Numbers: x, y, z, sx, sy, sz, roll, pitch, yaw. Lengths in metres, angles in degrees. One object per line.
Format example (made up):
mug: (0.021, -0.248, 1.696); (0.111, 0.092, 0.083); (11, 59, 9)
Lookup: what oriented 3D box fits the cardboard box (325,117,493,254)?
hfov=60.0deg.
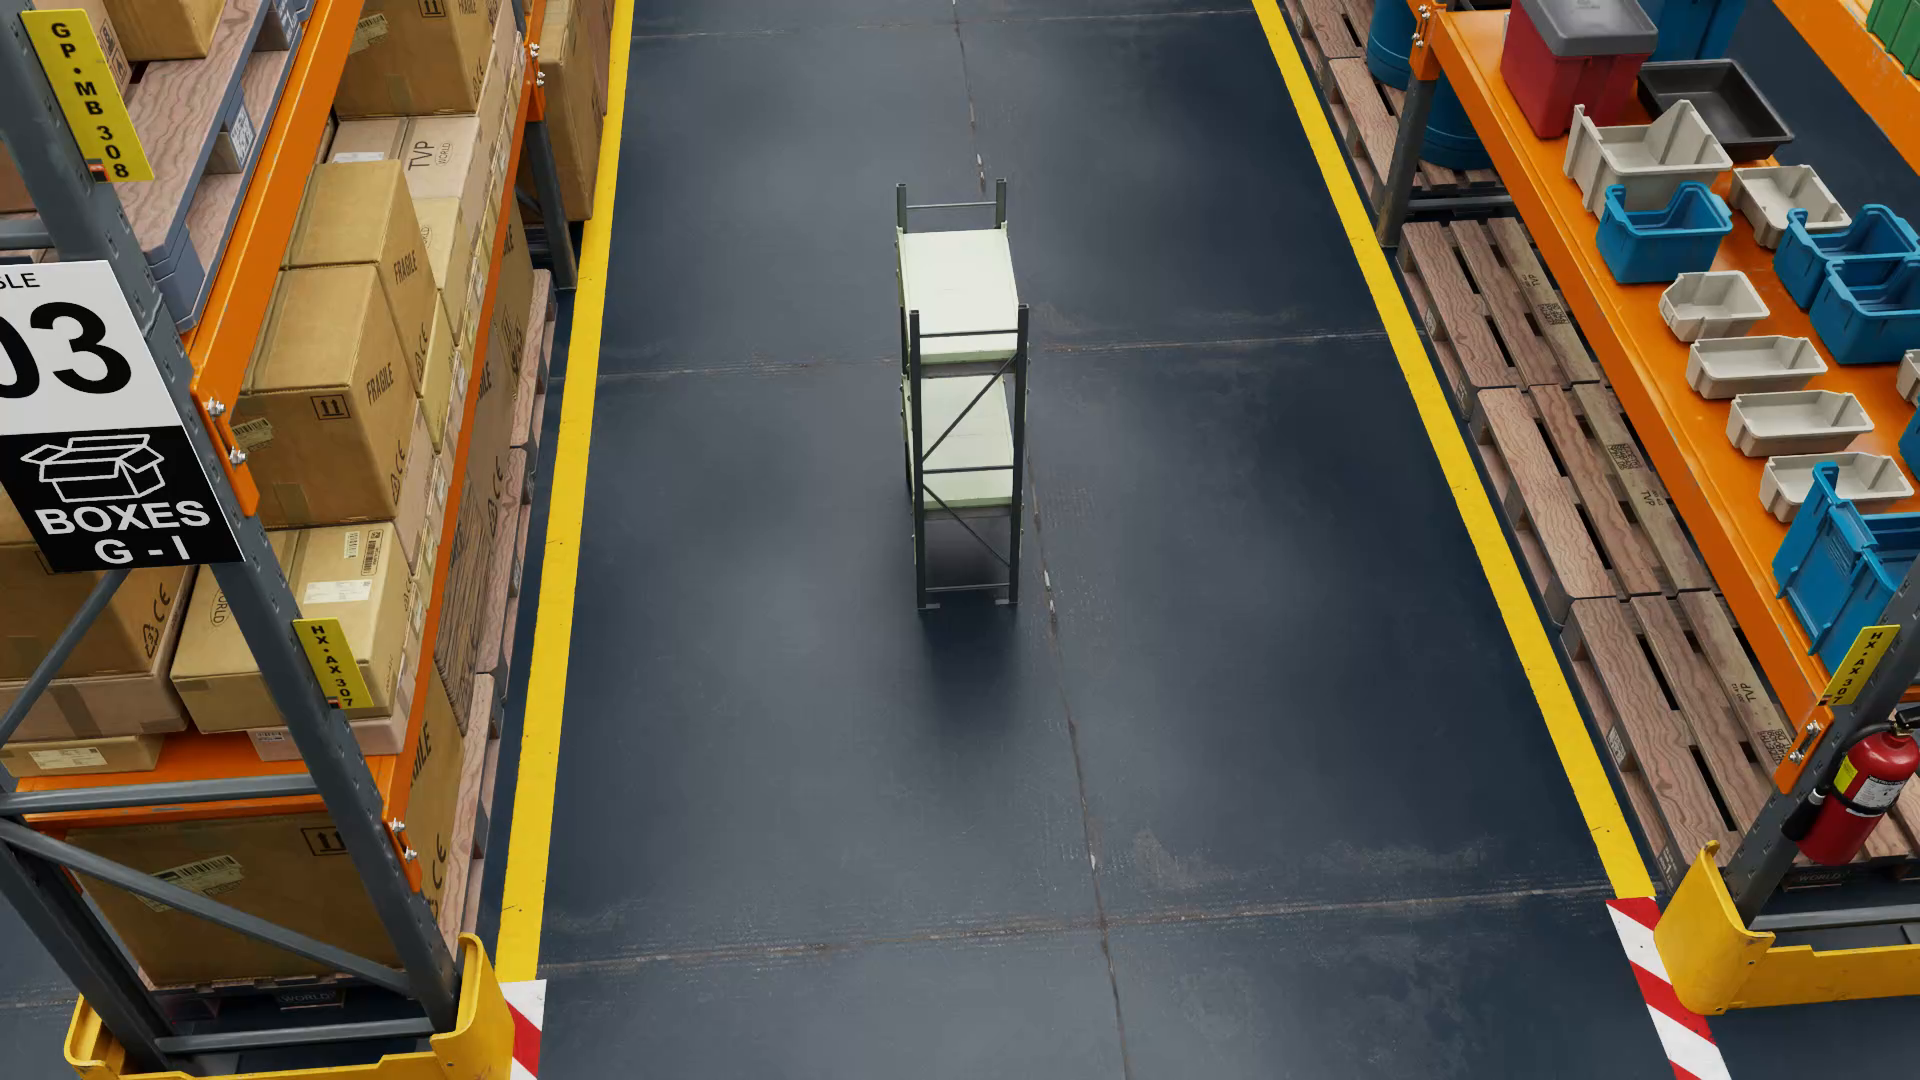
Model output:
cardboard box: (-1.966, -1.251, 5.904); (0.500, 0.250, 0.500); (-3, 47, -2)

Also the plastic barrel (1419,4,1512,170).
plastic barrel: (2.554, -2.366, 8.218); (0.600, 0.901, 0.708); (-3, 47, -3)

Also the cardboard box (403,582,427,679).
cardboard box: (-1.742, 0.270, 4.738); (0.380, 0.149, 0.250); (-4, 47, -4)

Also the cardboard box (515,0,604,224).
cardboard box: (-2.427, -2.123, 8.006); (1.225, 0.875, 0.875); (-3, 47, -3)

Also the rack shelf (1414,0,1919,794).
rack shelf: (2.750, -0.854, 6.125); (1.077, 0.370, 4.000); (-3, 47, -3)

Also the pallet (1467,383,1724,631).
pallet: (2.788, -0.175, 6.907); (1.003, 0.211, 1.213); (-3, 47, -3)

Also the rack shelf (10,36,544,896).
rack shelf: (-2.186, -0.553, 5.840); (1.077, 0.370, 4.000); (-3, 47, -3)

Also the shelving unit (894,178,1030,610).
shelving unit: (-0.001, -0.521, 6.347); (0.431, 1.500, 0.755); (-3, 47, -3)

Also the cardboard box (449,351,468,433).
cardboard box: (-1.829, -0.474, 5.443); (0.380, 0.149, 0.250); (-4, 47, -4)

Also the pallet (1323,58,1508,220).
pallet: (2.559, -2.151, 8.778); (1.003, 0.211, 1.213); (-3, 47, -3)

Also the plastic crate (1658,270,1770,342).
plastic crate: (2.568, -0.787, 5.706); (0.298, 0.136, 0.250); (-3, 47, -3)

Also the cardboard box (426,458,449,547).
cardboard box: (-1.787, -0.104, 5.092); (0.380, 0.149, 0.250); (-4, 47, -4)

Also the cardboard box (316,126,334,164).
cardboard box: (-2.489, -1.208, 5.863); (0.500, 0.250, 0.500); (-2, 47, -2)

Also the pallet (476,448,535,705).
pallet: (-2.262, 0.151, 6.598); (1.003, 0.211, 1.213); (-3, 47, -3)

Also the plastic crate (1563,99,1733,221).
plastic crate: (2.527, -1.413, 6.199); (0.437, 0.282, 0.530); (-3, 47, -3)

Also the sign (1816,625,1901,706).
sign: (2.370, 0.334, 4.392); (0.100, 0.325, 0.005); (-3, 47, -3)

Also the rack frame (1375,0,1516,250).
rack frame: (2.582, -2.549, 7.234); (1.000, 3.000, 0.127); (-3, 47, -3)

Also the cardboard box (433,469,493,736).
cardboard box: (-2.228, 0.116, 5.885); (0.875, 0.875, 0.875); (-3, 47, -3)

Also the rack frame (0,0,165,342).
rack frame: (-2.018, -1.417, 2.030); (1.000, 3.000, 0.127); (-3, 47, -3)

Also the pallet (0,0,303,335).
pallet: (-2.091, -0.891, 3.659); (1.003, 0.211, 1.213); (-3, 47, -3)

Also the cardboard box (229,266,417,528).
cardboard box: (-1.831, -0.388, 4.570); (0.500, 0.500, 0.500); (-5, 47, -4)

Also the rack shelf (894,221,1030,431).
rack shelf: (-0.001, -0.789, 6.063); (0.431, 0.370, 0.720); (-3, 47, -3)

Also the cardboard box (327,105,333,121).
cardboard box: (-2.534, -1.837, 5.943); (0.500, 0.500, 0.500); (-3, 47, -3)

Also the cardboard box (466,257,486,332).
cardboard box: (-1.873, -0.847, 5.795); (0.380, 0.149, 0.250); (-3, 47, -3)

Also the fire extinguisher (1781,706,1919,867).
fire extinguisher: (2.477, 0.637, 4.527); (0.296, 0.674, 0.183); (-3, 47, -3)

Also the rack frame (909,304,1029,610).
rack frame: (0.030, -0.256, 6.096); (0.400, 1.500, 0.023); (-3, 47, -3)

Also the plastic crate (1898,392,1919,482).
plastic crate: (3.169, -0.293, 5.172); (0.416, 0.233, 0.300); (-3, 47, -3)

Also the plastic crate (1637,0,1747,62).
plastic crate: (2.961, -2.247, 6.918); (0.392, 0.384, 0.575); (-3, 47, -3)

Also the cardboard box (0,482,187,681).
cardboard box: (-2.321, 0.001, 4.201); (0.500, 0.500, 0.500); (-3, 47, -3)

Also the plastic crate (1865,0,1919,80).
plastic crate: (2.550, -1.310, 4.141); (0.450, 0.188, 0.336); (-3, 47, -3)

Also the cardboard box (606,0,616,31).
cardboard box: (-2.584, -3.410, 9.224); (1.225, 0.875, 0.875); (-3, 47, -3)

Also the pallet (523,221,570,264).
pallet: (-2.493, -1.843, 8.486); (1.003, 0.211, 1.213); (-3, 47, -3)

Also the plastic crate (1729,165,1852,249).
plastic crate: (3.028, -1.237, 6.132); (0.293, 0.136, 0.466); (-3, 47, -3)

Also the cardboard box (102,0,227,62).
cardboard box: (-2.042, -1.386, 3.640); (0.700, 0.500, 0.500); (-5, 47, -5)

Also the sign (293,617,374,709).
sign: (-1.465, 0.292, 3.893); (0.100, 0.325, 0.005); (-3, 47, -3)

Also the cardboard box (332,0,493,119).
cardboard box: (-2.011, -1.877, 5.980); (0.500, 0.500, 0.500); (-3, 47, -3)

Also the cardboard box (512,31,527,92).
cardboard box: (-2.001, -1.961, 6.850); (0.380, 0.149, 0.250); (-3, 47, -3)

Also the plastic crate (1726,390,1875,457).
plastic crate: (2.659, -0.374, 5.315); (0.396, 0.136, 0.243); (-3, 47, -3)

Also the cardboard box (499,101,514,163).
cardboard box: (-1.958, -1.589, 6.498); (0.380, 0.149, 0.250); (-4, 47, -4)

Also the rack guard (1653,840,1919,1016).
rack guard: (2.932, 1.221, 5.385); (1.175, 0.500, 0.348); (-3, 47, -3)

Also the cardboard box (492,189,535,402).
cardboard box: (-2.378, -1.179, 7.111); (0.875, 0.875, 0.875); (-3, 47, -3)

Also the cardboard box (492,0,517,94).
cardboard box: (-2.055, -1.995, 6.608); (0.500, 0.250, 0.500); (-4, 47, -4)

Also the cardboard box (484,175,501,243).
cardboard box: (-1.915, -1.216, 6.145); (0.380, 0.149, 0.250); (-3, 47, -3)

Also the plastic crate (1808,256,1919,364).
plastic crate: (3.114, -0.769, 5.623); (0.416, 0.233, 0.300); (-3, 47, -3)

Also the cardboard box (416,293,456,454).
cardboard box: (-1.878, -0.508, 5.200); (0.500, 0.250, 0.500); (-5, 47, -5)

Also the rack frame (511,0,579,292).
rack frame: (-2.353, -2.248, 6.949); (1.000, 3.000, 0.127); (-3, 47, -3)

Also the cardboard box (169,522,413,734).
cardboard box: (-1.790, 0.232, 4.499); (0.500, 0.250, 0.500); (-5, 47, -4)
